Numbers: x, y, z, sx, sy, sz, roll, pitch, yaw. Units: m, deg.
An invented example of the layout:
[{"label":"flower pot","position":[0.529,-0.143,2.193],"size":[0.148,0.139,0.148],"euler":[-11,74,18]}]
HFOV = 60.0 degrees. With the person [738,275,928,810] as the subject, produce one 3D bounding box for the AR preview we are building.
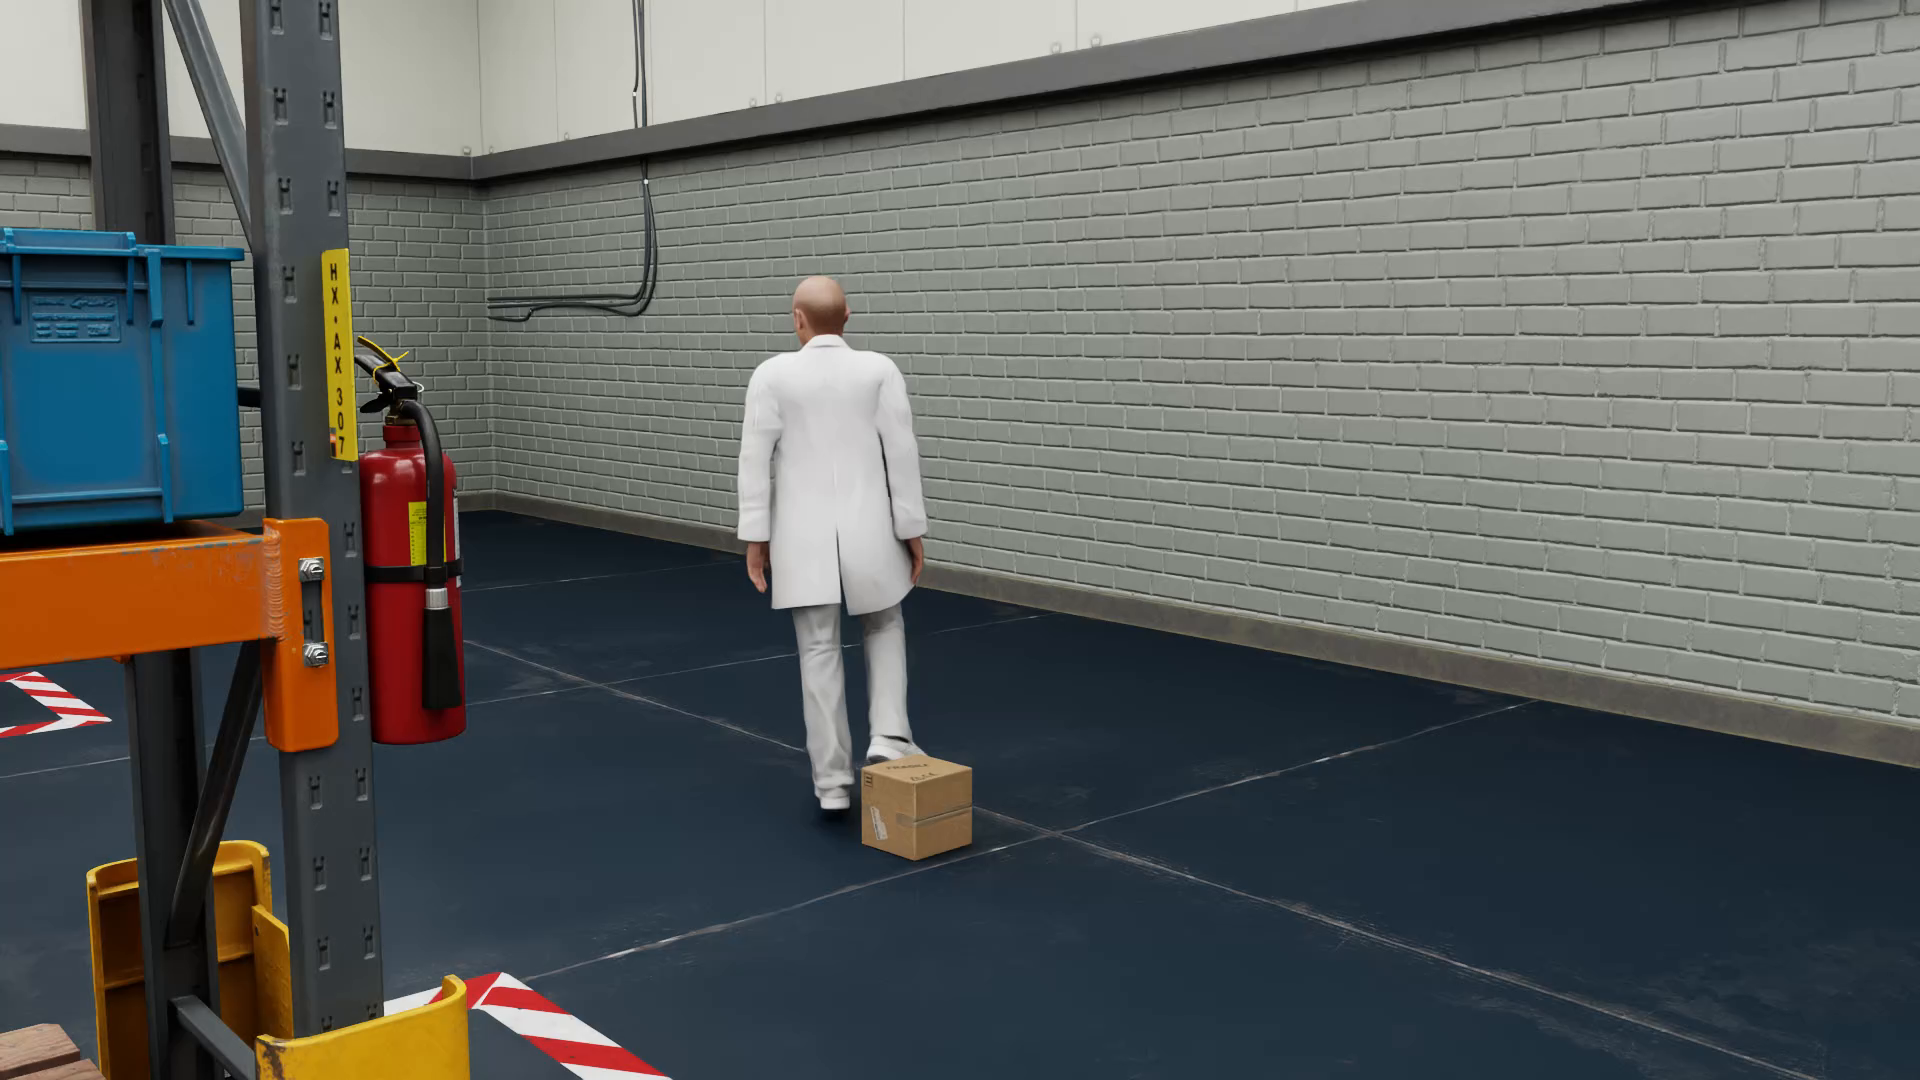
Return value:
[{"label":"person","position":[-0.405,0.000,5.636],"size":[0.691,1.774,0.528],"euler":[-1,7,-8]}]
